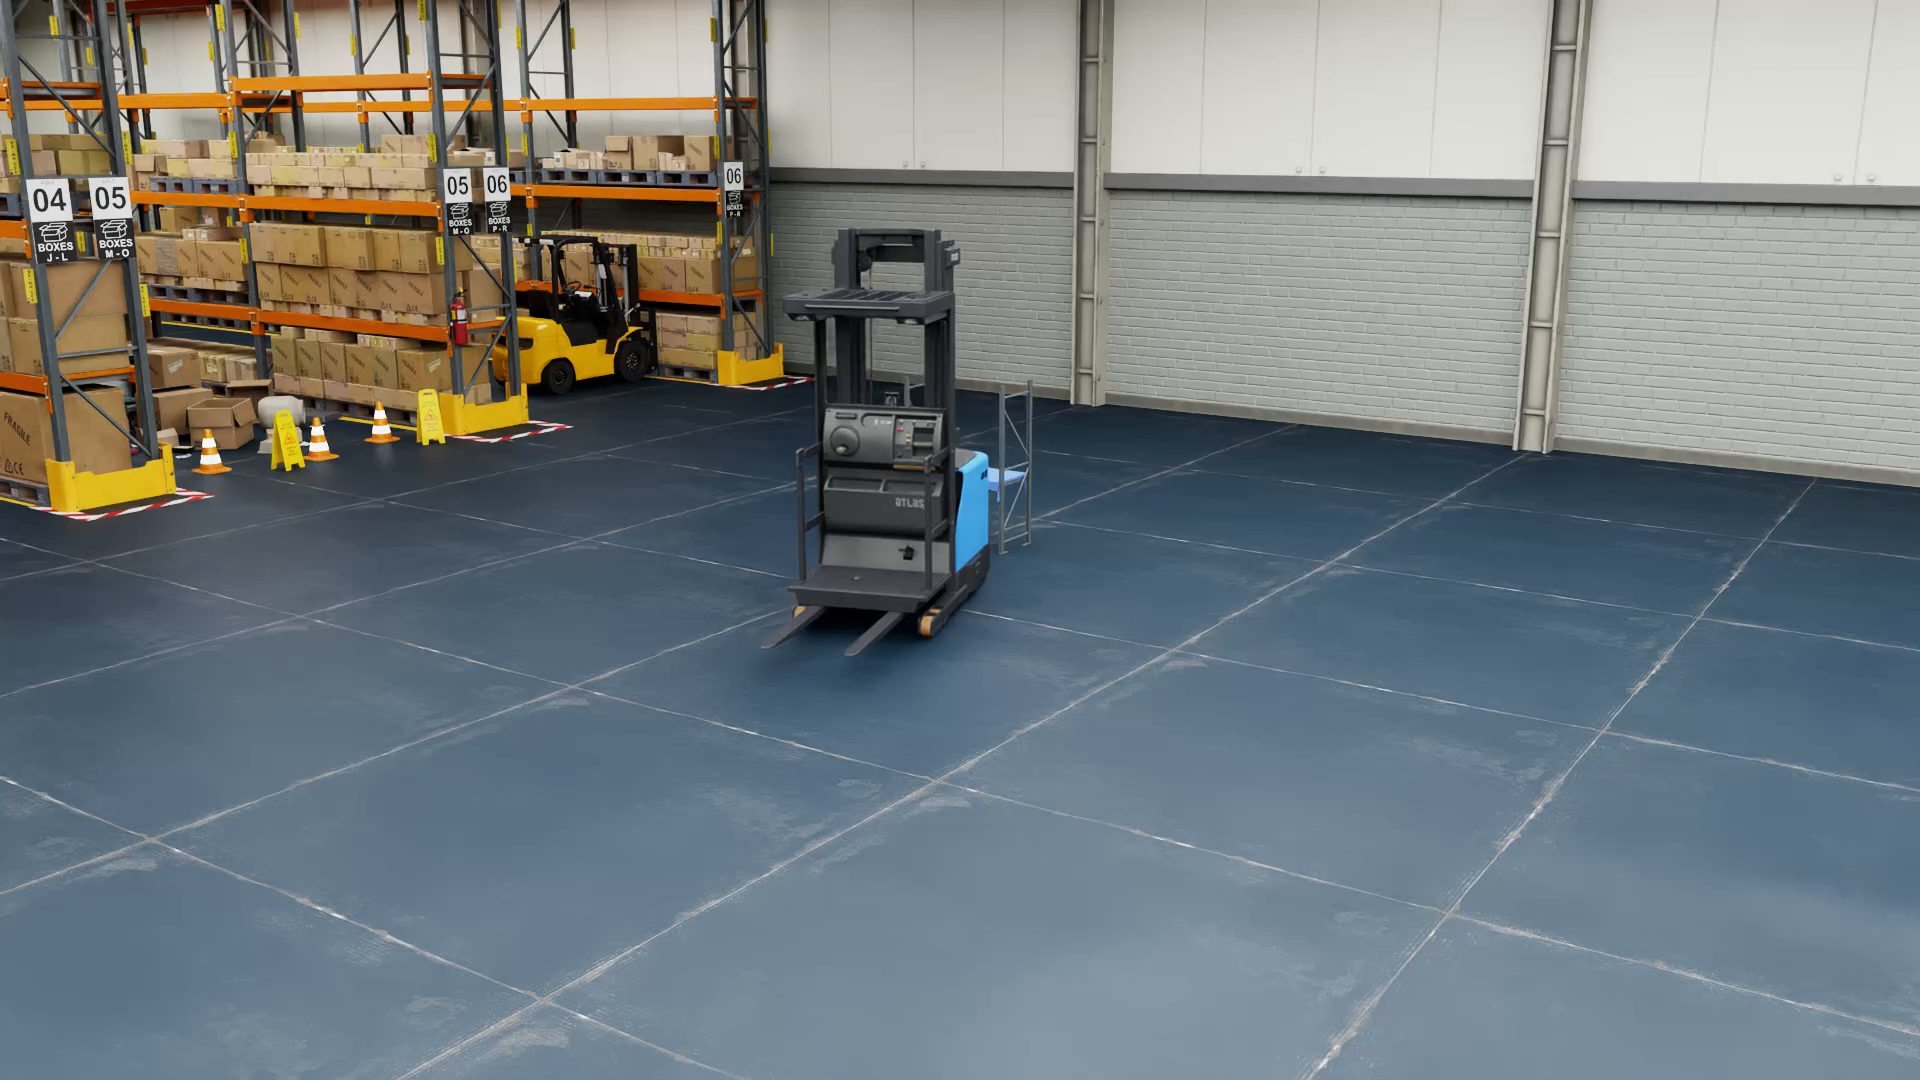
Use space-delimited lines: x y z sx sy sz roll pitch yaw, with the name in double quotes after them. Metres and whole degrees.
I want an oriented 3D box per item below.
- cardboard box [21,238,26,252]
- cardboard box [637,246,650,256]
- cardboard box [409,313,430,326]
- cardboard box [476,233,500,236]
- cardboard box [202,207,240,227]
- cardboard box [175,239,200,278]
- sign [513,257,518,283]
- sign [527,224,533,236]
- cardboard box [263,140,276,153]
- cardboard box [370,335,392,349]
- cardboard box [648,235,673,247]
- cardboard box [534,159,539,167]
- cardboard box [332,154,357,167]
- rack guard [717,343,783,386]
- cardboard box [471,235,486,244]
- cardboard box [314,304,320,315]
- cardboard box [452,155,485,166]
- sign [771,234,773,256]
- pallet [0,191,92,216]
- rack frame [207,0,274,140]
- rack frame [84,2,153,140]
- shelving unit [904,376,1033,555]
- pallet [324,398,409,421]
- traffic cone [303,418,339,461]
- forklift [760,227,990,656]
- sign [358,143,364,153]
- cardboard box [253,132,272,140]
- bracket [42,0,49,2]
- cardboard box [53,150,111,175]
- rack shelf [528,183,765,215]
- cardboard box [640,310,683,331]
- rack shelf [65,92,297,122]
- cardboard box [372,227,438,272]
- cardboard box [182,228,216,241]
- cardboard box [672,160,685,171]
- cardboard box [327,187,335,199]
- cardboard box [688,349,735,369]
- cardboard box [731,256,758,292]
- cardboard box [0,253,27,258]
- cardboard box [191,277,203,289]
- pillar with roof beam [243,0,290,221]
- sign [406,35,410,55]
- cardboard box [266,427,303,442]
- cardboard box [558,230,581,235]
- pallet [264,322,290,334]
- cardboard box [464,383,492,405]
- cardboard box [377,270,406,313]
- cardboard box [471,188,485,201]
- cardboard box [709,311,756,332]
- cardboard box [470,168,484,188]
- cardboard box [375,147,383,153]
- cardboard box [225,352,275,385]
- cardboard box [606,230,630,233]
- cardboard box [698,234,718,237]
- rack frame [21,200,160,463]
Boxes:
-13.967 -4.623 25.395 0.500 0.500 0.500 9 17 33 "cardboard box"
-4.670 -4.376 25.125 0.250 0.149 0.380 9 17 33 "cardboard box"
-6.617 -2.762 20.686 0.250 0.149 0.380 9 16 32 "cardboard box"
-7.878 -5.058 27.882 0.250 0.149 0.380 9 17 33 "cardboard box"
-14.193 -6.152 31.992 0.500 0.500 0.500 9 16 31 "cardboard box"
-10.583 -3.950 23.264 0.500 0.500 0.500 10 17 35 "cardboard box"
-5.613 -3.393 20.911 0.005 0.325 0.100 9 17 33 "sign"
-6.762 -4.805 26.173 0.005 0.325 0.100 9 17 33 "sign"
-9.915 -5.453 23.193 0.500 0.250 0.500 9 16 32 "cardboard box"
-7.275 -2.538 21.197 0.250 0.149 0.380 10 17 34 "cardboard box"
-4.460 -4.486 24.951 0.250 0.149 0.380 10 17 34 "cardboard box"
-7.062 -6.130 26.970 0.250 0.149 0.380 9 17 33 "cardboard box"
-7.652 -4.771 20.901 0.250 0.149 0.380 10 17 34 "cardboard box"
-3.128 -2.638 24.865 0.348 0.500 1.175 9 17 33 "rack guard"
-7.951 -4.921 27.330 0.250 0.149 0.380 9 17 33 "cardboard box"
-8.252 -3.050 21.850 0.250 0.149 0.380 9 17 33 "cardboard box"
-6.096 -4.674 20.508 0.250 0.149 0.380 9 17 32 "cardboard box"
-2.833 -4.423 24.908 0.005 0.325 0.100 9 17 33 "sign"
-9.215 -3.374 16.580 1.213 0.211 1.003 9 17 33 "pallet"
-13.105 -8.376 30.358 0.127 3.000 1.000 9 17 33 "rack frame"
-16.425 -8.912 32.525 0.127 3.000 1.000 9 17 33 "rack frame"
0.071 -0.717 15.024 1.048 1.500 0.538 9 17 33 "shelving unit"
-7.641 -1.801 22.084 1.213 0.211 1.003 9 17 33 "pallet"
-7.329 -1.166 18.998 0.334 0.463 0.336 9 17 33 "traffic cone"
-0.638 -0.801 12.387 1.130 2.935 3.031 4 14 15 "forklift"
-10.091 -6.526 28.053 0.005 0.325 0.100 9 17 33 "sign"
-12.813 -7.368 30.490 0.258 0.266 0.396 9 16 32 "cardboard box"
-18.701 -11.186 34.218 0.430 0.232 0.235 9 17 33 "bracket"
-8.851 -3.760 16.564 0.500 0.250 0.500 9 17 33 "cardboard box"
-4.808 -5.229 25.387 4.000 0.370 1.077 9 17 33 "rack shelf"
-4.556 -3.341 25.273 0.500 0.250 0.500 9 17 34 "cardboard box"
-10.894 -6.038 23.242 4.000 0.370 1.077 9 17 33 "rack shelf"
-6.877 -3.637 20.791 0.500 0.500 0.700 9 17 33 "cardboard box"
-10.563 -4.251 23.129 0.250 0.149 0.380 8 16 30 "cardboard box"
-4.005 -5.491 24.389 0.250 0.149 0.380 9 16 31 "cardboard box"
-7.831 -4.437 21.211 0.250 0.149 0.380 9 17 33 "cardboard box"
-3.714 -2.723 24.858 0.500 0.250 0.500 9 17 33 "cardboard box"
-3.404 -4.025 25.058 0.500 0.500 0.500 10 17 35 "cardboard box"
-9.777 -2.676 17.257 0.550 0.550 0.875 9 17 33 "cardboard box"
-10.472 -3.596 23.184 0.250 0.149 0.380 9 17 33 "cardboard box"
-15.583 -7.790 27.994 0.400 9.000 9.100 9 17 33 "pillar with roof beam"
-9.480 -8.481 28.509 0.005 0.325 0.100 9 17 33 "sign"
-8.130 -1.253 20.003 0.380 0.149 0.250 -7 15 -25 "cardboard box"
-6.091 -4.783 26.153 0.250 0.149 0.380 9 17 34 "cardboard box"
-12.409 -4.008 31.004 1.213 0.211 1.003 9 17 33 "pallet"
-6.430 -1.897 21.517 0.500 0.250 0.500 9 17 32 "cardboard box"
-6.932 -3.143 20.877 0.500 0.500 0.500 9 17 33 "cardboard box"
-6.009 -4.307 20.689 0.250 0.149 0.380 9 17 33 "cardboard box"
-3.441 -3.311 25.150 0.500 0.250 0.500 9 16 32 "cardboard box"
-6.184 -4.512 20.687 0.500 0.250 0.500 9 16 32 "cardboard box"
-9.938 -6.753 28.908 0.250 0.149 0.380 9 16 31 "cardboard box"
-9.671 -2.399 23.292 0.625 0.372 0.950 9 17 34 "cardboard box"
-5.379 -4.820 26.302 0.250 0.149 0.380 9 16 32 "cardboard box"
-3.733 -4.524 25.107 0.250 0.149 0.380 10 17 34 "cardboard box"
-8.594 -1.864 16.536 0.127 3.000 1.000 9 17 33 "rack frame"
